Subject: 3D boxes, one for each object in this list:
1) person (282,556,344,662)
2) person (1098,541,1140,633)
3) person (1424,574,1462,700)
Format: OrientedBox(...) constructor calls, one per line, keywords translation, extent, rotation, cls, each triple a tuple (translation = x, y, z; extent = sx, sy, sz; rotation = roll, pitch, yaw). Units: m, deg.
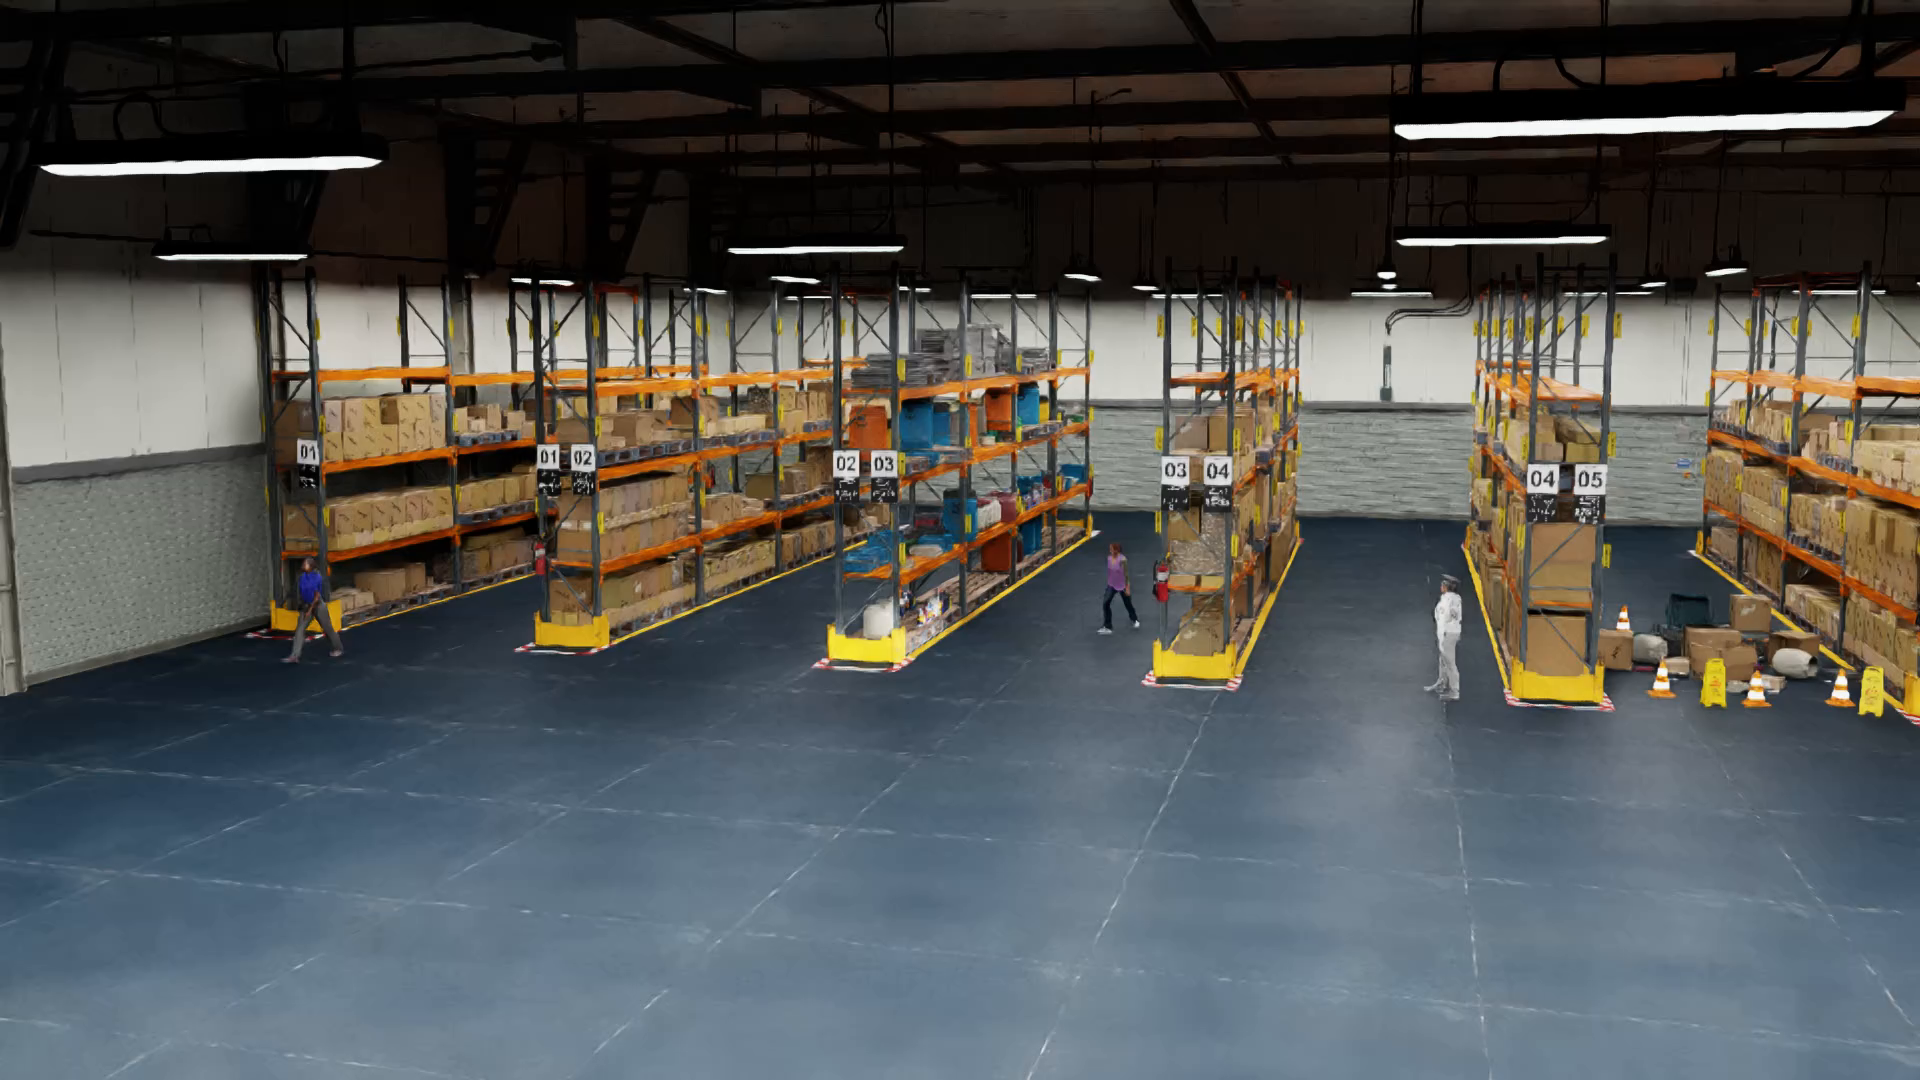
OrientedBox(translation=(-9.761, 1.027, 25.076), extent=(0.443, 1.587, 1.000), rotation=(3, 8, 24), cls="person")
OrientedBox(translation=(2.650, 0.756, 27.473), extent=(0.461, 1.531, 0.866), rotation=(5, 9, 36), cls="person")
OrientedBox(translation=(6.609, 1.293, 22.684), extent=(0.588, 1.668, 0.662), rotation=(5, 9, 35), cls="person")
